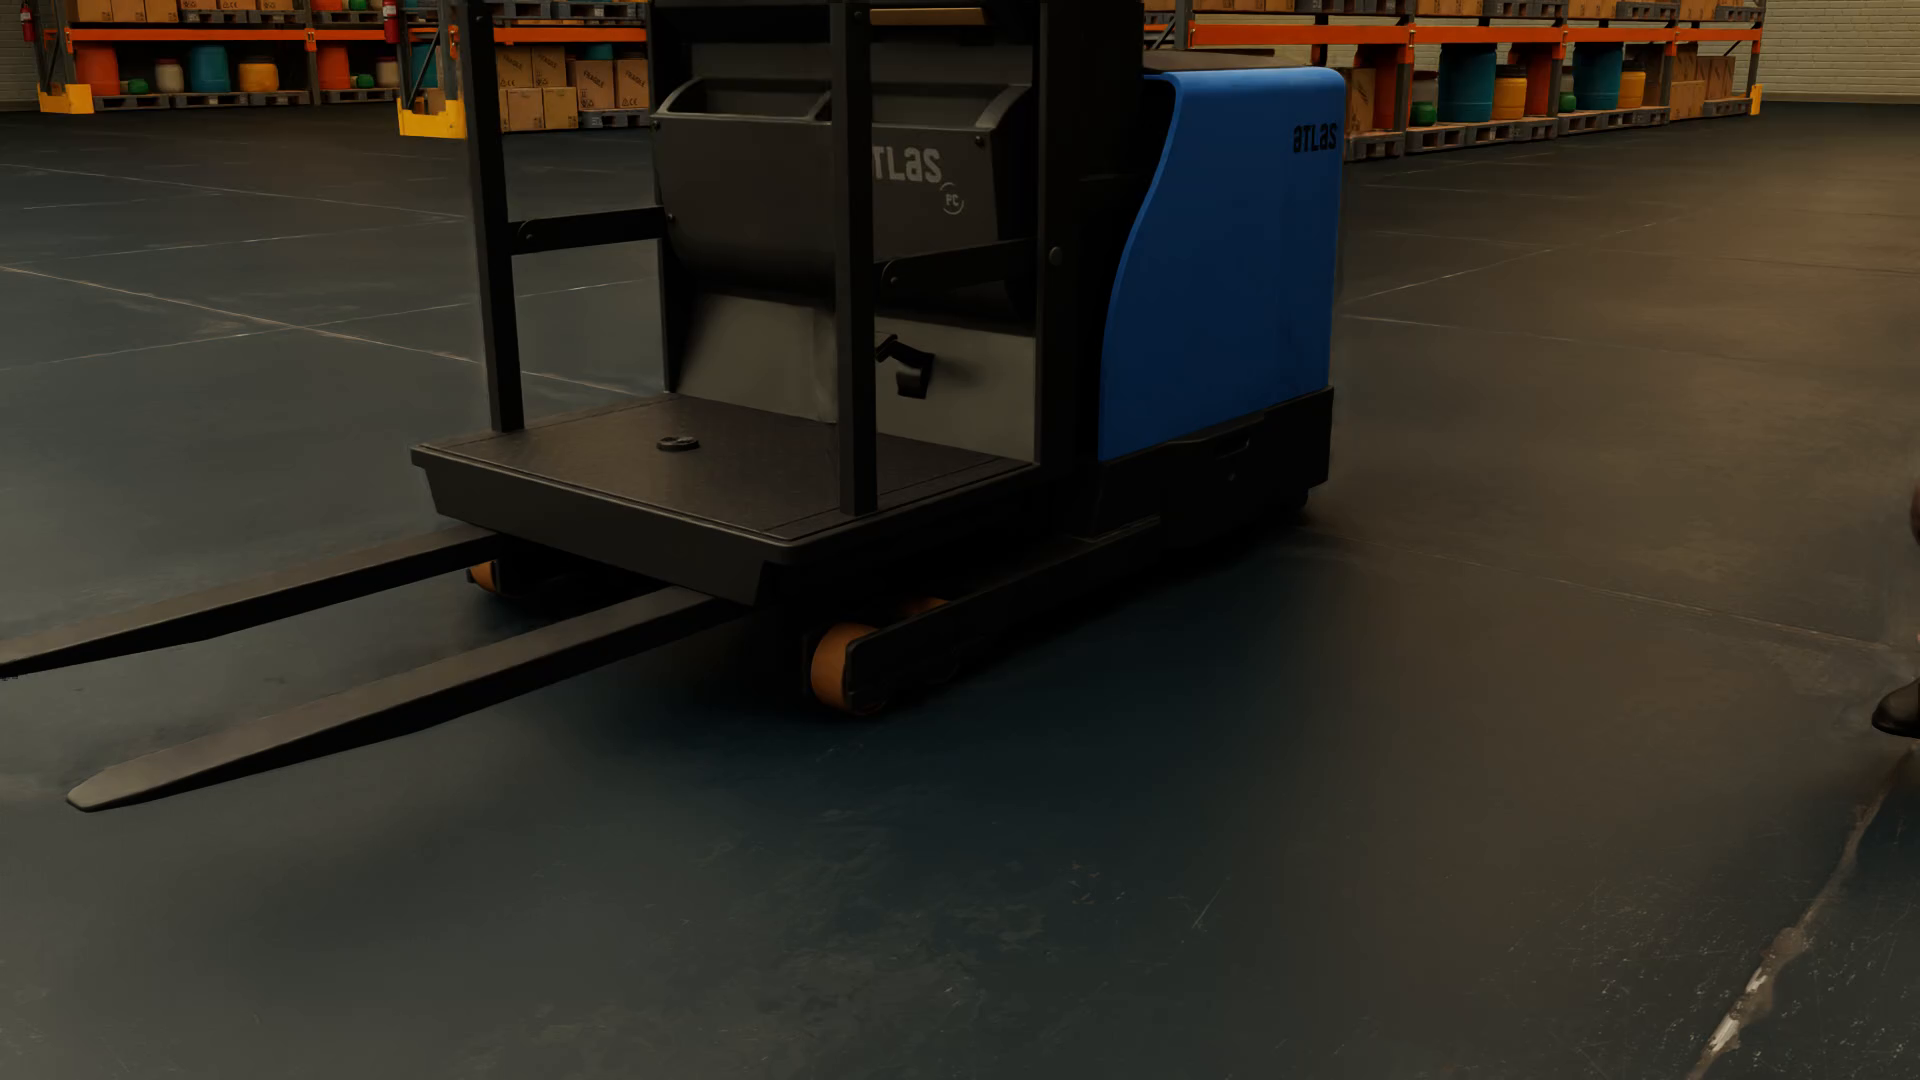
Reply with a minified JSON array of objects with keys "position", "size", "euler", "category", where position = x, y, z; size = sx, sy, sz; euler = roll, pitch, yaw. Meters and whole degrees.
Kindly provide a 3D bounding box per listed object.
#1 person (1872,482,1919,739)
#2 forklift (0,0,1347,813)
[{"position":[1.897,-0.322,2.314],"size":[0.639,1.597,0.936],"euler":[-15,22,-40],"category":"person"},{"position":[-0.390,-1.255,3.032],"size":[1.130,2.935,3.031],"euler":[13,21,37],"category":"forklift"}]
